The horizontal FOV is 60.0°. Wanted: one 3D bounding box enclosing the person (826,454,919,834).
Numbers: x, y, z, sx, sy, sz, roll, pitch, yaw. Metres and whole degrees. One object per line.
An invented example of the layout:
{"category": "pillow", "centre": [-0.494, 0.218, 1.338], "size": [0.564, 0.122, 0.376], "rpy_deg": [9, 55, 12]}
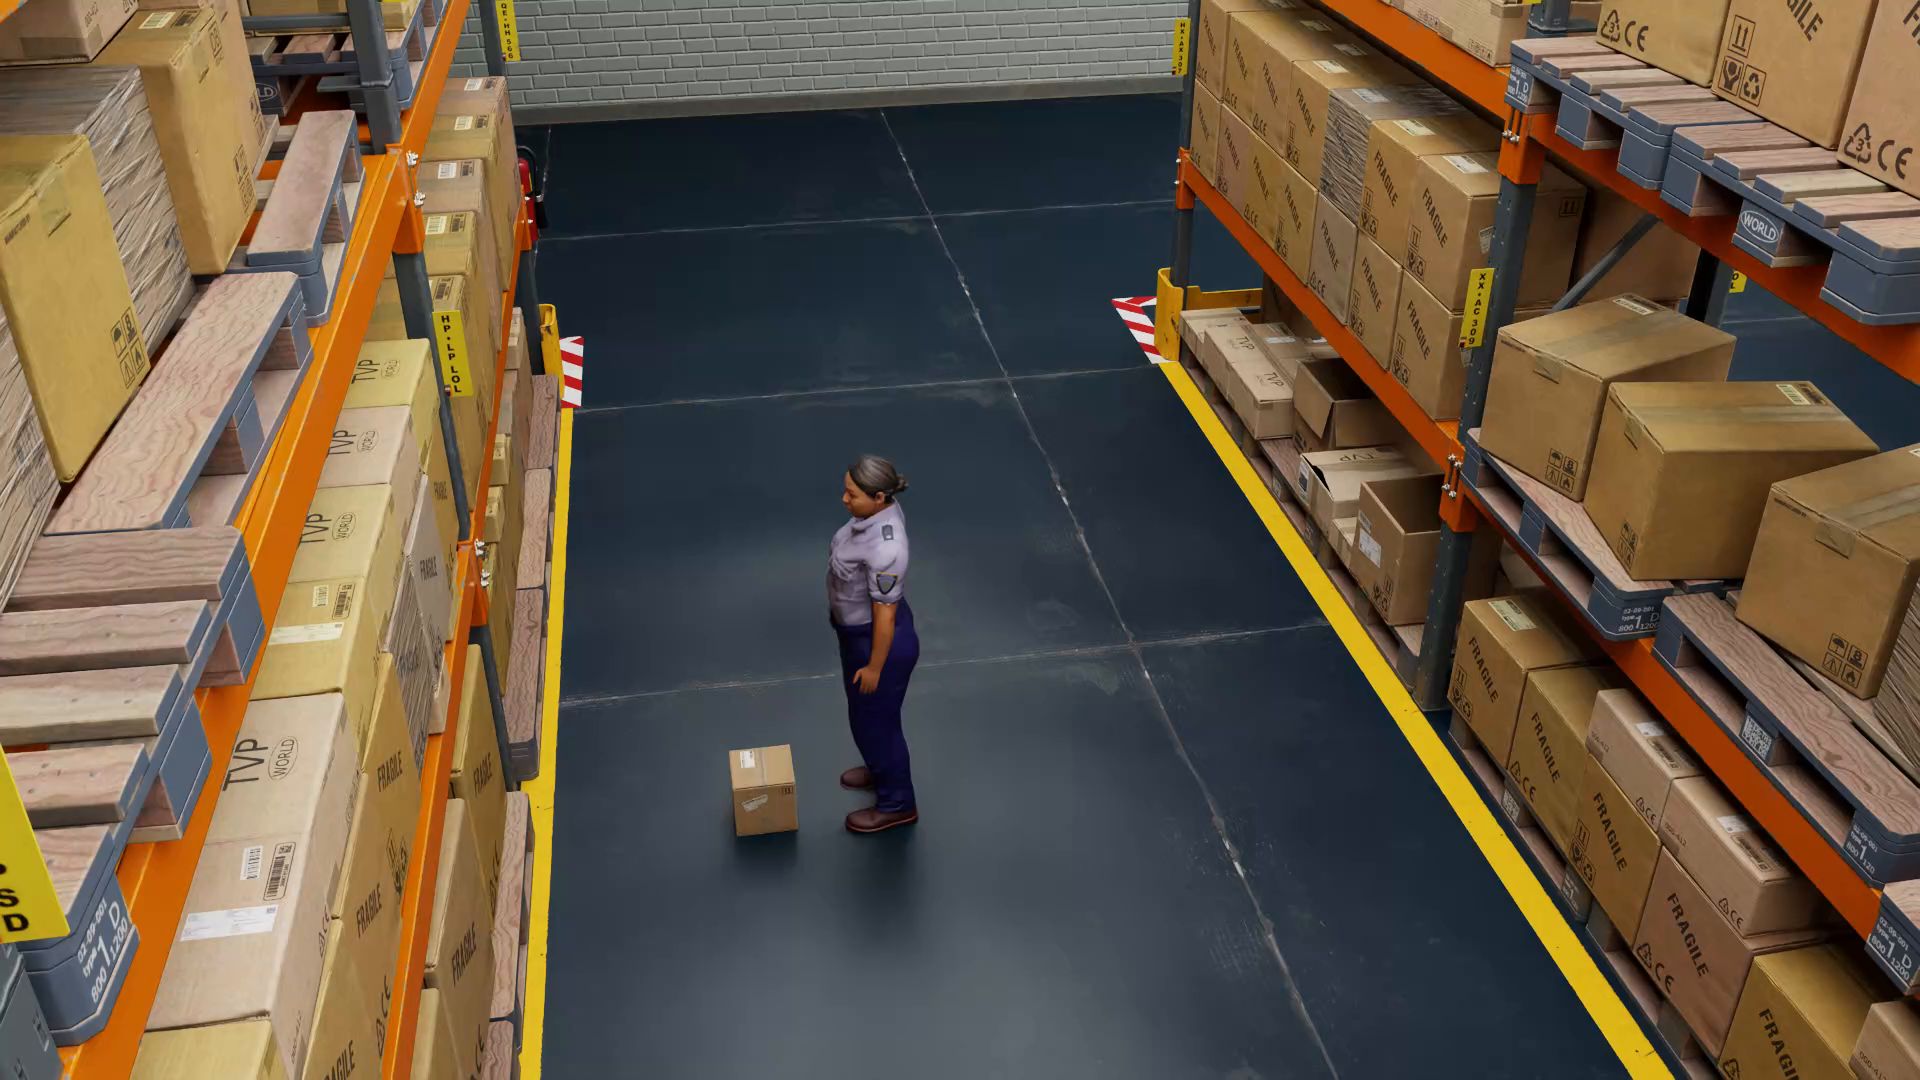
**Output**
{"category": "person", "centre": [-0.337, 0.399, 6.489], "size": [0.342, 1.648, 0.470], "rpy_deg": [-5, 31, -8]}
